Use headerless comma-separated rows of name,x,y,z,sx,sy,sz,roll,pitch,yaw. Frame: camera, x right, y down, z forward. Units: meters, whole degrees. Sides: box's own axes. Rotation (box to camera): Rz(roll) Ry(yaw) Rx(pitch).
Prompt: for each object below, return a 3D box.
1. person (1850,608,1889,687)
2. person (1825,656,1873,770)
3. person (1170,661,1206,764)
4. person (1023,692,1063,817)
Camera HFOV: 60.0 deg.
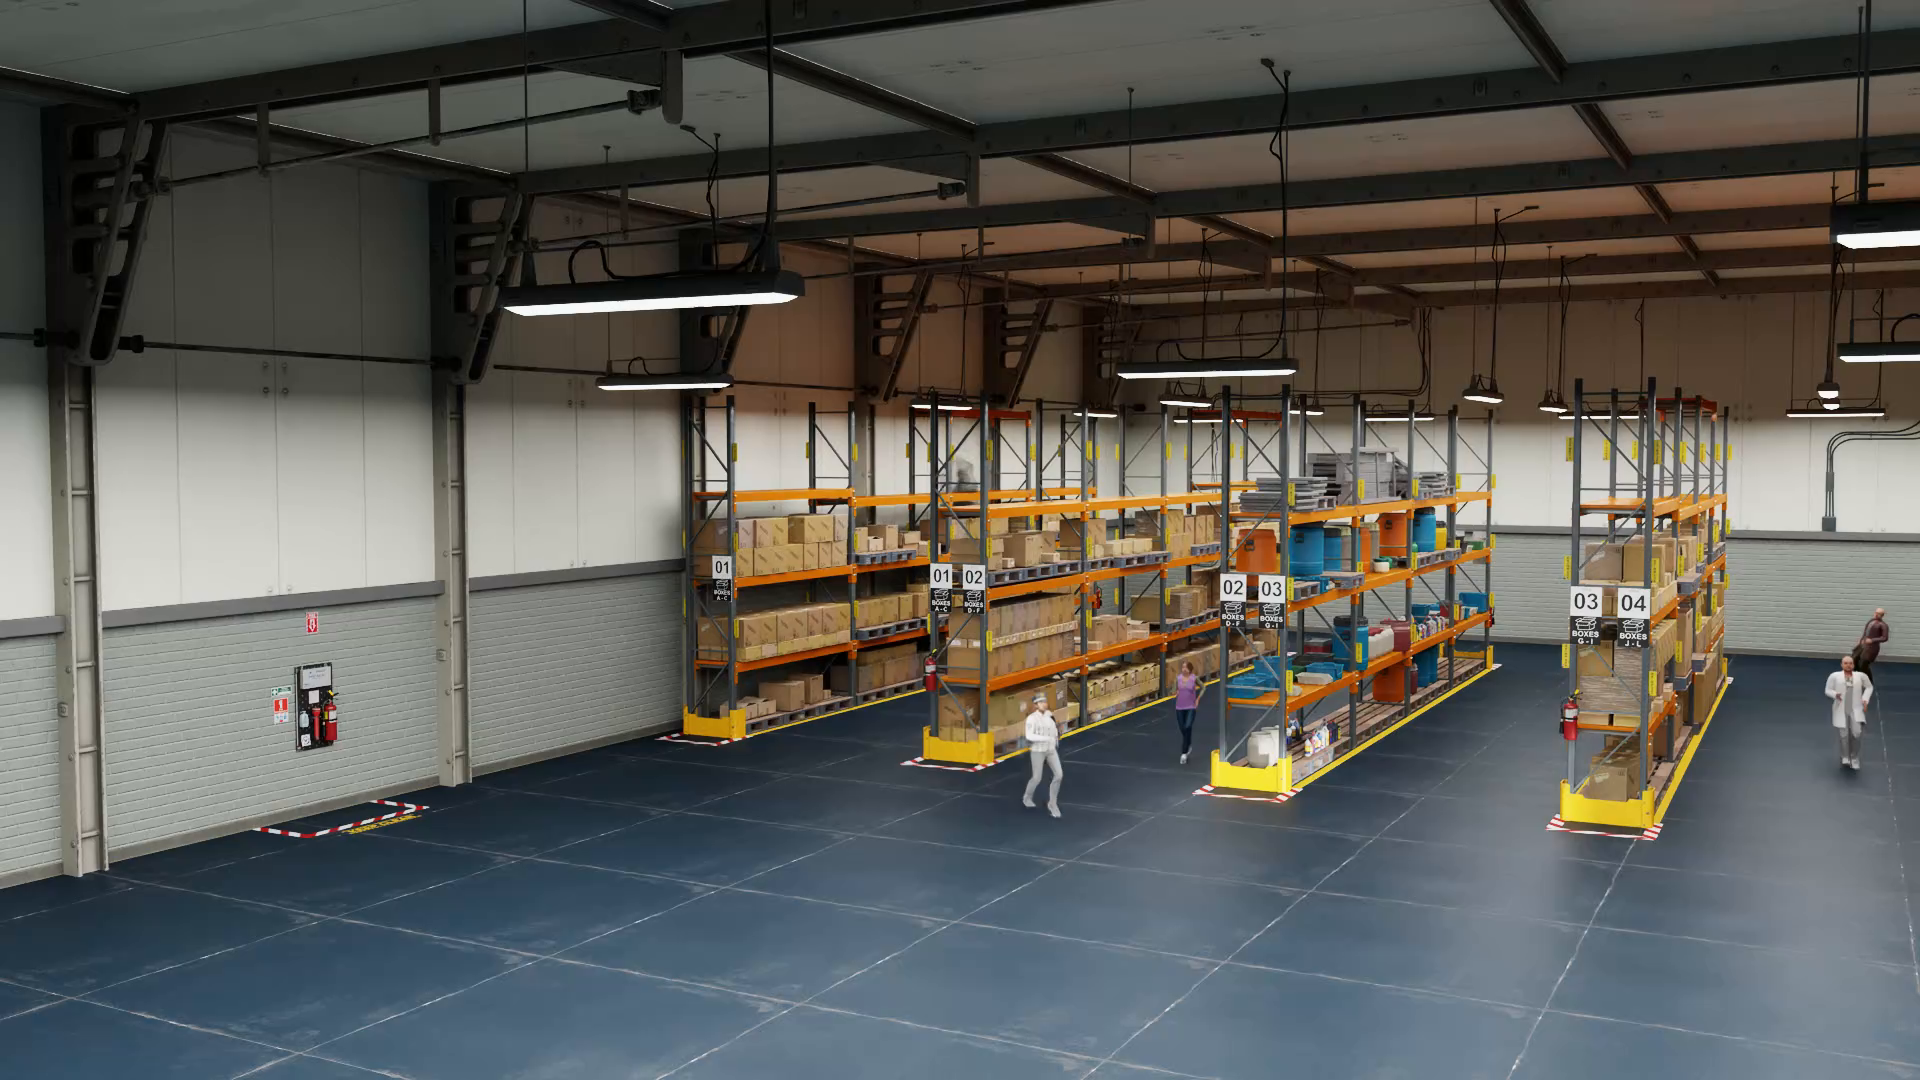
person,19.248,2.296,35.278,0.573,1.718,0.811,0,3,-8
person,14.068,2.741,26.327,0.681,1.796,0.775,2,3,27
person,3.671,2.758,26.975,0.532,1.612,0.799,1,3,25
person,1.156,2.962,23.080,0.619,1.730,0.739,-2,3,-29
